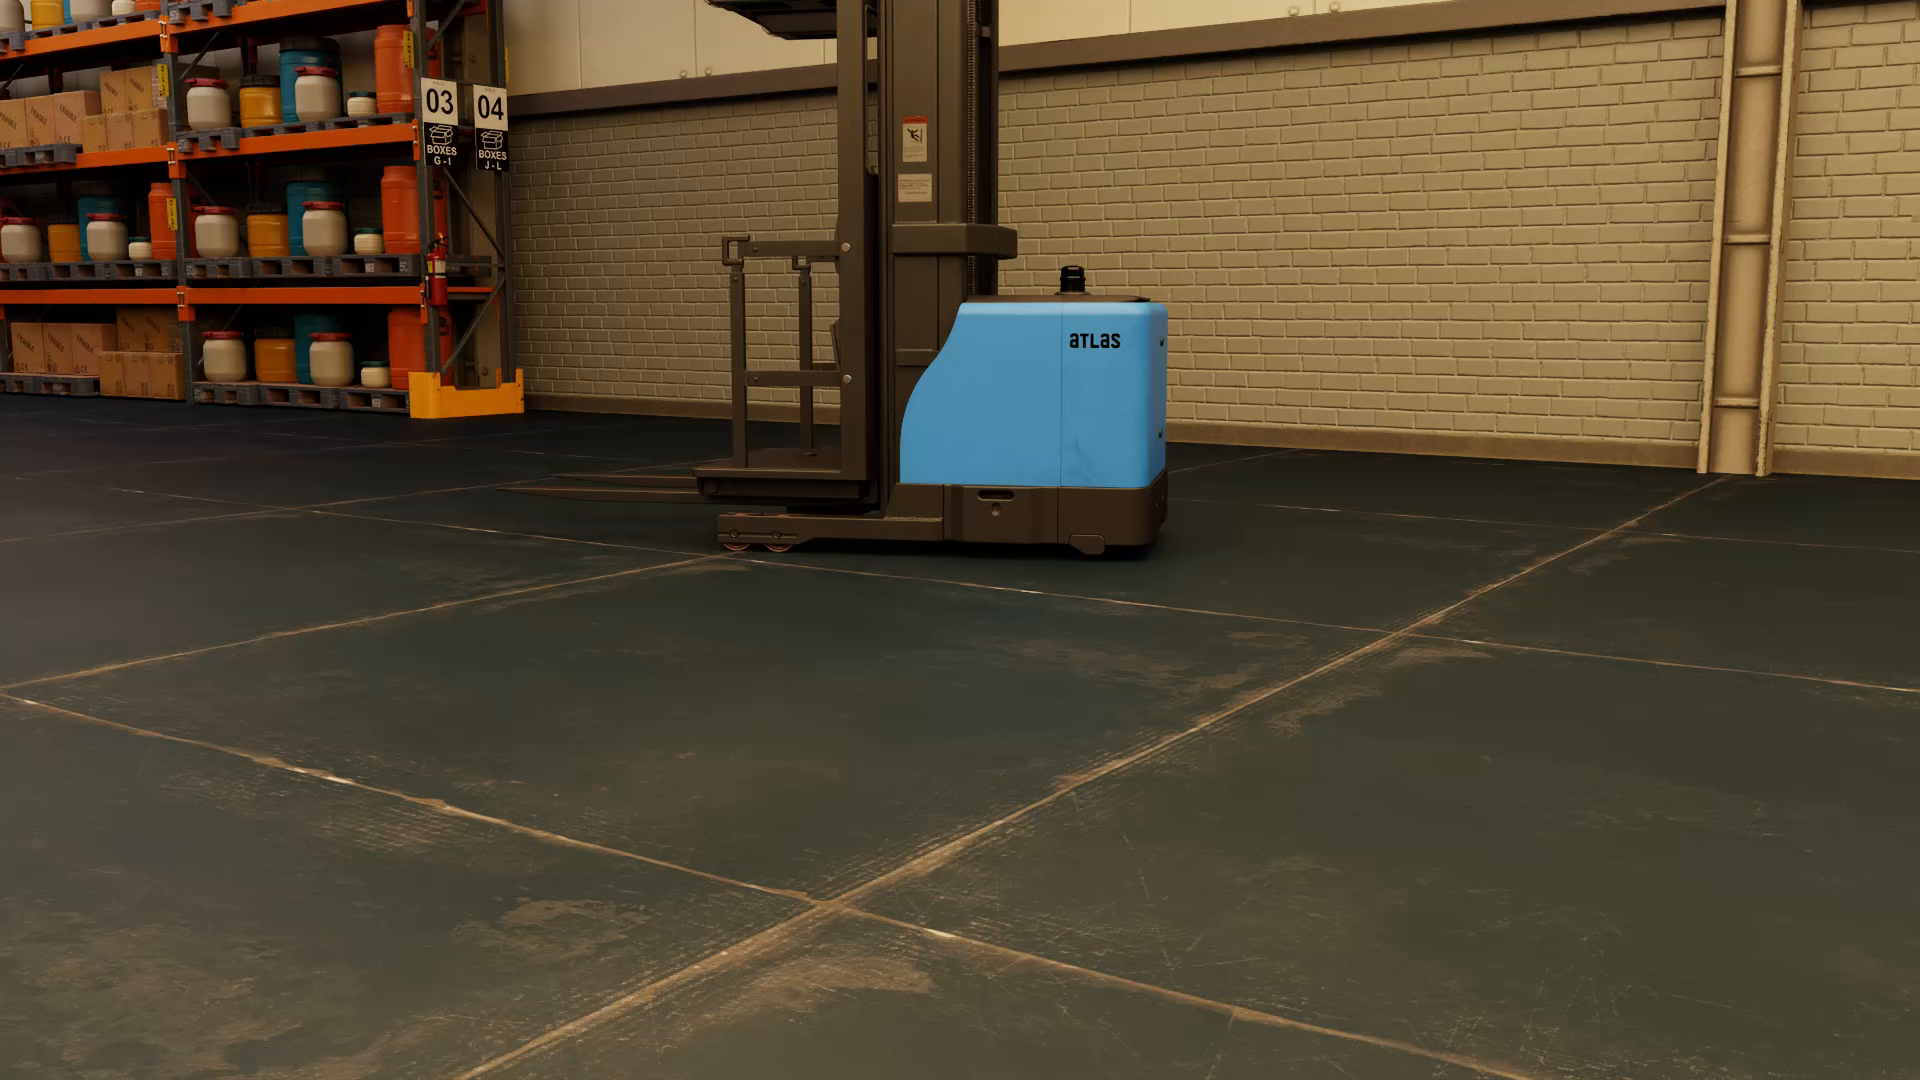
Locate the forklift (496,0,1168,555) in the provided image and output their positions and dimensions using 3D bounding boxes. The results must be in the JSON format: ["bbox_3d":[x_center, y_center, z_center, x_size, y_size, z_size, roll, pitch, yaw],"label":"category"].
[{"bbox_3d":[-0.596,-1.469,7.520,3.031,2.935,1.130,2,8,12],"label":"forklift"}]
